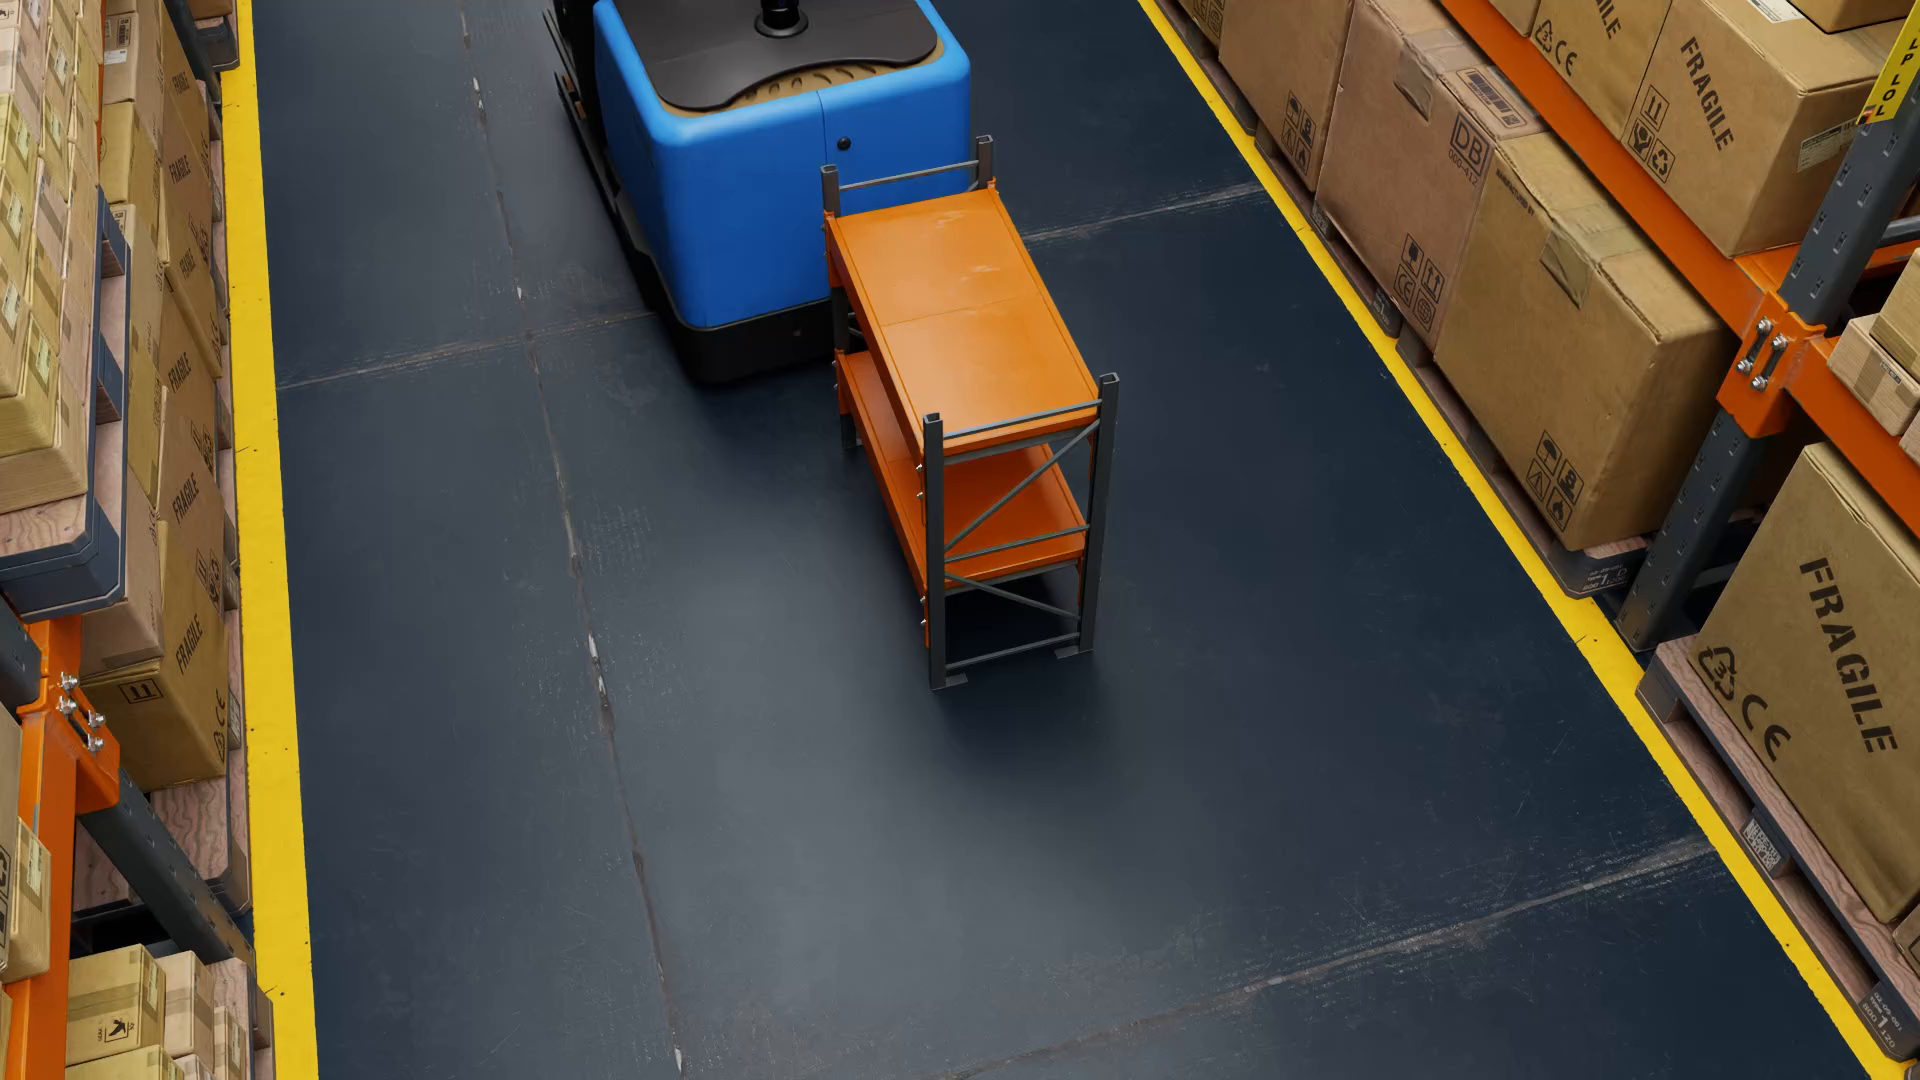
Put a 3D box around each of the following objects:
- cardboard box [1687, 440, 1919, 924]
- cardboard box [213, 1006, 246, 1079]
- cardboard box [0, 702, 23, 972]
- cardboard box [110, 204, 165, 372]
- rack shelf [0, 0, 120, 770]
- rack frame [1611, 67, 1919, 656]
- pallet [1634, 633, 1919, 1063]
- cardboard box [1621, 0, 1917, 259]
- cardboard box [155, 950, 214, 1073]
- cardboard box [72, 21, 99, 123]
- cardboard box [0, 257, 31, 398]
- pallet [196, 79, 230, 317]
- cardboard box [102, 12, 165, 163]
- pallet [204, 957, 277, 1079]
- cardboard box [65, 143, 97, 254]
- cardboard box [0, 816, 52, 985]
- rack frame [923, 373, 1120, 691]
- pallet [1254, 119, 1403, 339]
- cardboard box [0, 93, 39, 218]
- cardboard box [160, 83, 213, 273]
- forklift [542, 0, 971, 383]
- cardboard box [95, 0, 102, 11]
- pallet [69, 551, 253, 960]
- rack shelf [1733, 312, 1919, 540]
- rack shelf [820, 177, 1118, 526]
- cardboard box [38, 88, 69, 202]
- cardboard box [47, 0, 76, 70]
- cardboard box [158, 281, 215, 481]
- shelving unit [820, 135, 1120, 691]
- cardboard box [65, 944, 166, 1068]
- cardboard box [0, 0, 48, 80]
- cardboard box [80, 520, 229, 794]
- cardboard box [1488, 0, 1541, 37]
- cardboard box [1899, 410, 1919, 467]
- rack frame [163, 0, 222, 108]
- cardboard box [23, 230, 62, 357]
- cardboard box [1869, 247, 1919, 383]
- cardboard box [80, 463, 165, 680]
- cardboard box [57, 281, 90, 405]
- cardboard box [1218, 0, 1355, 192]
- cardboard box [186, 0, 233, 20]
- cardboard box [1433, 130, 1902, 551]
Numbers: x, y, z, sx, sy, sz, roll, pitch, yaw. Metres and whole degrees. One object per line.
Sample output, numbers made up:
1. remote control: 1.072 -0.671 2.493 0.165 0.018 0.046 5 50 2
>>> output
1. cardboard box: 2.588 0.269 4.177 0.875 0.875 0.875 -13 51 -11
2. cardboard box: -1.857 1.260 3.816 0.380 0.149 0.250 -13 51 -11
3. cardboard box: -1.885 0.428 2.667 0.500 0.500 0.500 -13 51 -11
4. cardboard box: -2.571 -0.666 4.719 0.500 0.250 0.500 -12 51 -10
5. rack shelf: -2.890 -0.962 4.570 1.077 0.370 4.000 -13 51 -11
6. rack frame: 2.470 -0.781 3.946 1.000 3.000 0.127 -13 51 -11
7. pallet: 2.620 0.691 4.529 1.003 0.211 1.213 -13 51 -11
8. cardboard box: 2.071 -1.093 4.144 0.500 0.500 0.500 -13 51 -11
9. cardboard box: -1.901 1.113 3.745 0.380 0.149 0.250 -12 51 -10
10. cardboard box: -2.367 -1.132 4.132 0.380 0.149 0.250 -14 51 -12
11. cardboard box: -1.975 -0.371 3.101 0.380 0.149 0.250 -11 51 -9
12. pallet: -3.252 -1.185 6.111 1.003 0.211 1.213 -13 51 -11
13. cardboard box: -2.869 -1.419 5.354 0.500 0.250 0.500 -13 51 -10
14. pallet: -2.066 1.648 3.723 1.003 0.211 1.213 -13 51 -11
15. cardboard box: -2.206 -0.747 3.808 0.380 0.149 0.250 -13 51 -11
16. cardboard box: -1.810 0.667 2.890 0.380 0.149 0.250 -15 51 -12
17. rack frame: 0.152 0.014 4.503 0.500 1.125 0.032 -13 51 -11
18. pallet: 1.805 -1.321 6.226 1.003 0.211 1.213 -13 51 -11
19. cardboard box: -2.137 -0.761 3.430 0.380 0.149 0.250 -13 51 -11
20. cardboard box: -2.887 -1.183 5.645 0.500 0.500 0.500 -11 51 -10
21. forklift: -0.968 -2.626 5.547 1.130 2.935 3.031 -17 52 -14
22. cardboard box: -2.522 -1.515 4.455 0.380 0.149 0.250 -12 51 -10
23. pallet: -2.530 0.597 4.608 1.003 0.211 1.213 -13 51 -11
24. rack shelf: 3.061 0.912 2.990 1.077 0.370 4.000 -13 51 -11
25. rack shelf: 0.002 -0.546 4.592 0.538 0.278 1.000 -13 51 -11
26. cardboard box: -2.208 -0.842 3.693 0.380 0.149 0.250 -15 52 -13
27. cardboard box: -2.368 -1.232 4.022 0.380 0.149 0.250 -14 51 -12
28. cardboard box: -2.589 -0.428 5.009 0.500 0.500 0.500 -13 51 -10
29. shelving unit: 0.002 -0.358 4.816 0.538 1.125 1.048 -13 51 -11
30. cardboard box: -1.944 1.060 3.596 0.380 0.149 0.250 -12 51 -10
31. cardboard box: -2.285 -1.131 3.742 0.380 0.149 0.250 -14 51 -11
32. cardboard box: -2.263 0.337 4.364 0.500 0.500 0.500 -12 51 -10
33. cardboard box: 1.770 -1.836 4.770 0.500 0.500 0.500 -14 51 -11
34. cardboard box: 2.317 -0.217 3.635 0.380 0.149 0.250 -15 51 -12
35. rack frame: -3.481 -2.655 5.526 1.000 3.000 0.127 -13 51 -11
36. cardboard box: -2.054 -0.464 3.374 0.380 0.149 0.250 -14 51 -12
37. cardboard box: 2.358 -0.426 3.551 0.500 0.250 0.500 -14 51 -12
38. cardboard box: -2.264 0.096 4.077 0.500 0.250 0.500 -15 52 -13
39. cardboard box: -2.063 -0.380 3.498 0.380 0.149 0.250 -13 51 -10
40. cardboard box: 1.727 -1.991 6.082 1.225 0.875 0.875 -13 51 -11
41. cardboard box: -3.575 -2.530 6.618 1.050 0.750 0.750 -14 51 -11
42. cardboard box: 2.261 -0.694 4.988 1.225 0.875 0.875 -13 51 -11
